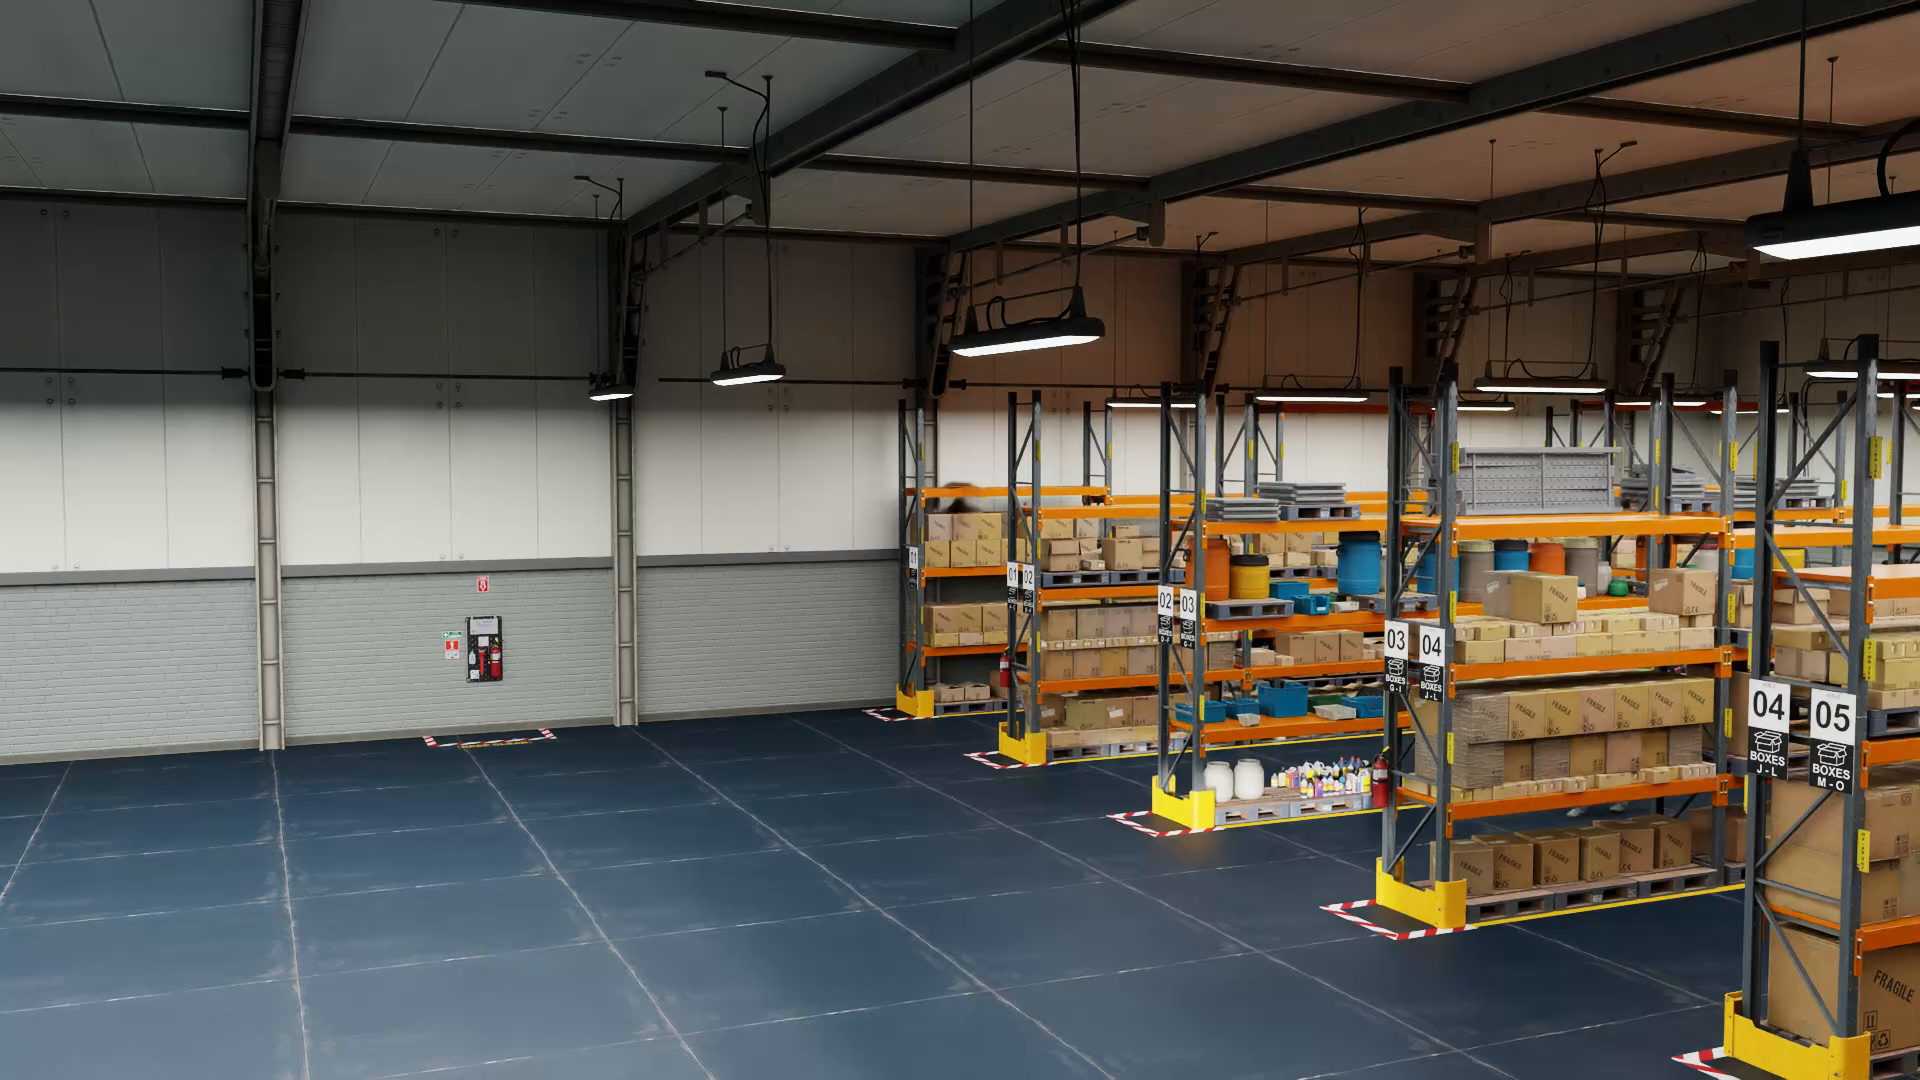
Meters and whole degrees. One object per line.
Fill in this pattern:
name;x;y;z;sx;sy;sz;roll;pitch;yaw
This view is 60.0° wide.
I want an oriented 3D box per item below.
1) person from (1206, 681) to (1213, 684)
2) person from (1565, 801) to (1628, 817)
person;4.723;2.357;32.632;1.067;1.734;0.641;-1;4;-23
person;8.896;2.965;22.999;0.994;1.747;0.514;-1;4;-23
